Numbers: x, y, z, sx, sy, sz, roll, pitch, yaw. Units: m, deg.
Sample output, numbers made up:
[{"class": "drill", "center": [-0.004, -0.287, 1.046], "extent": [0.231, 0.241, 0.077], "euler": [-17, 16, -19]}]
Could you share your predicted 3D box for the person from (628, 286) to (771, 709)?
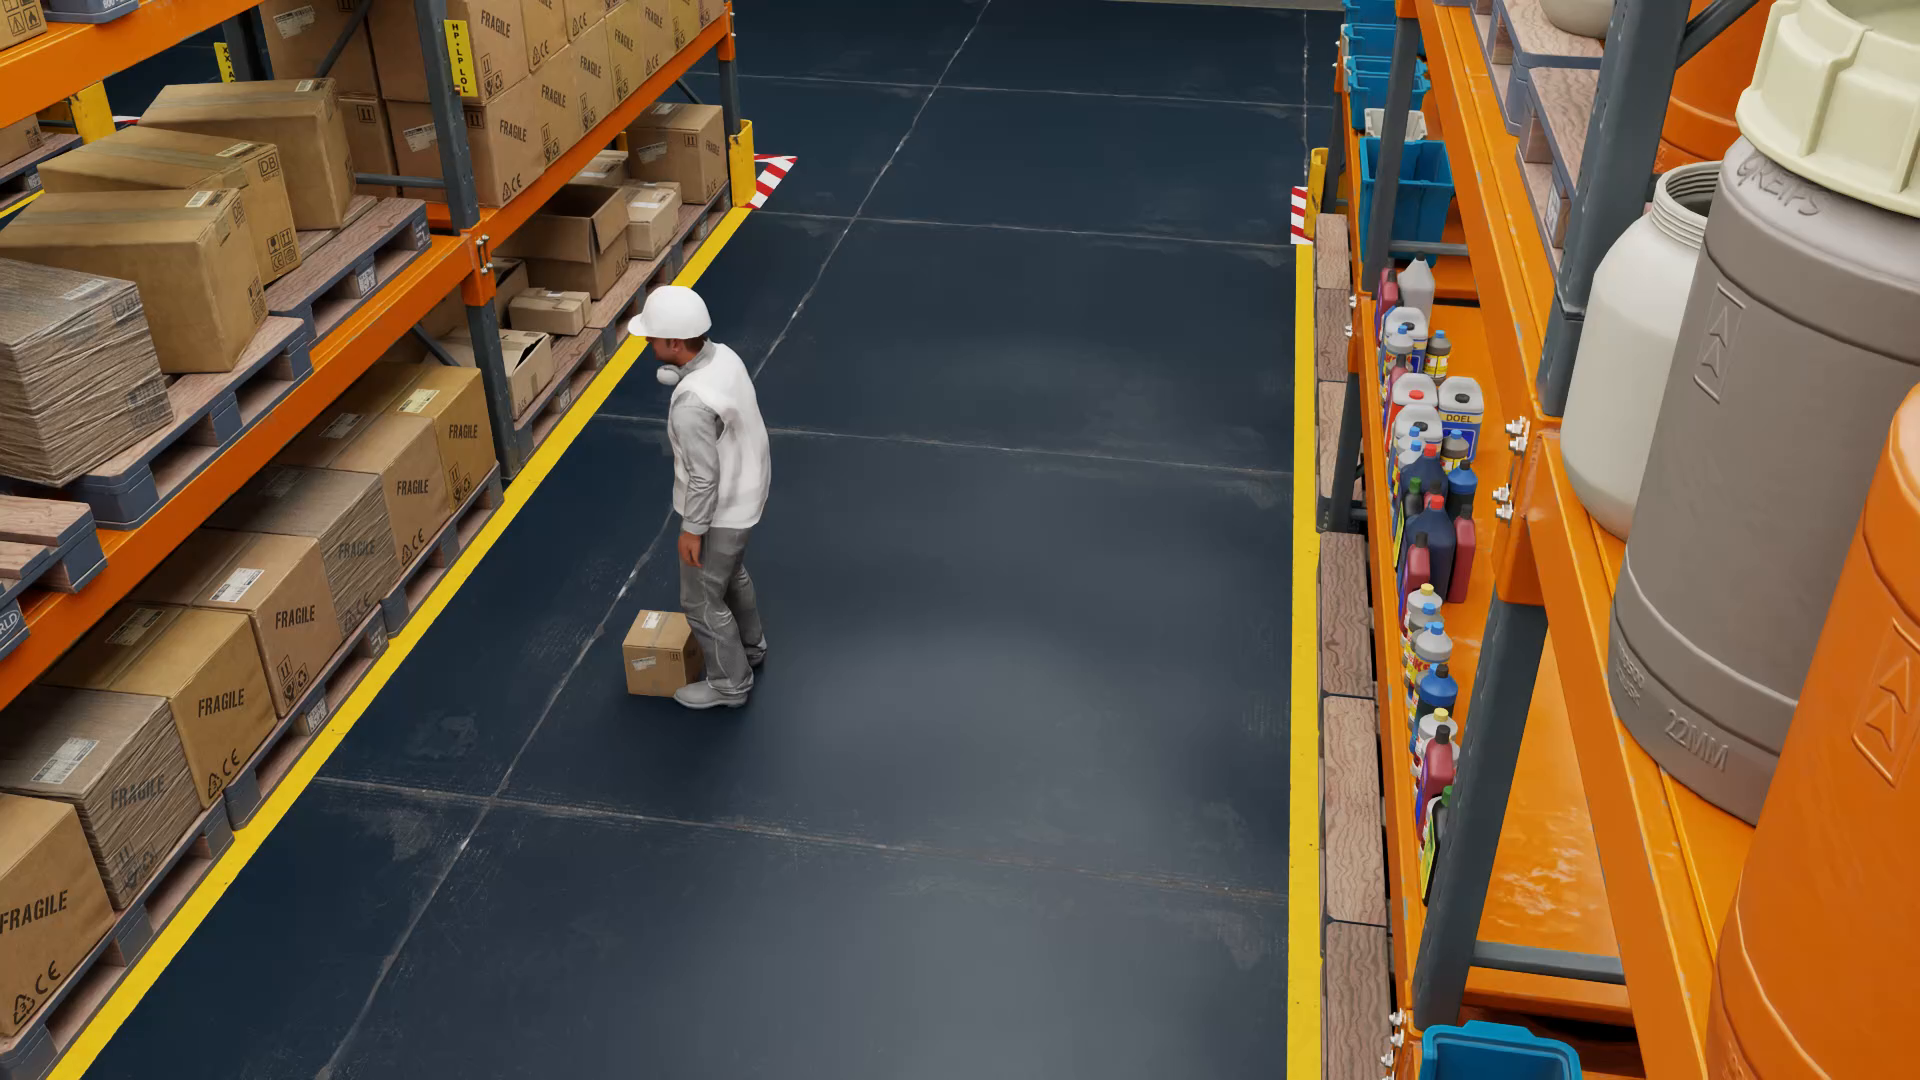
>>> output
[{"class": "person", "center": [-0.953, -0.155, 6.359], "extent": [0.465, 1.770, 0.590], "euler": [3, 32, 5]}]
